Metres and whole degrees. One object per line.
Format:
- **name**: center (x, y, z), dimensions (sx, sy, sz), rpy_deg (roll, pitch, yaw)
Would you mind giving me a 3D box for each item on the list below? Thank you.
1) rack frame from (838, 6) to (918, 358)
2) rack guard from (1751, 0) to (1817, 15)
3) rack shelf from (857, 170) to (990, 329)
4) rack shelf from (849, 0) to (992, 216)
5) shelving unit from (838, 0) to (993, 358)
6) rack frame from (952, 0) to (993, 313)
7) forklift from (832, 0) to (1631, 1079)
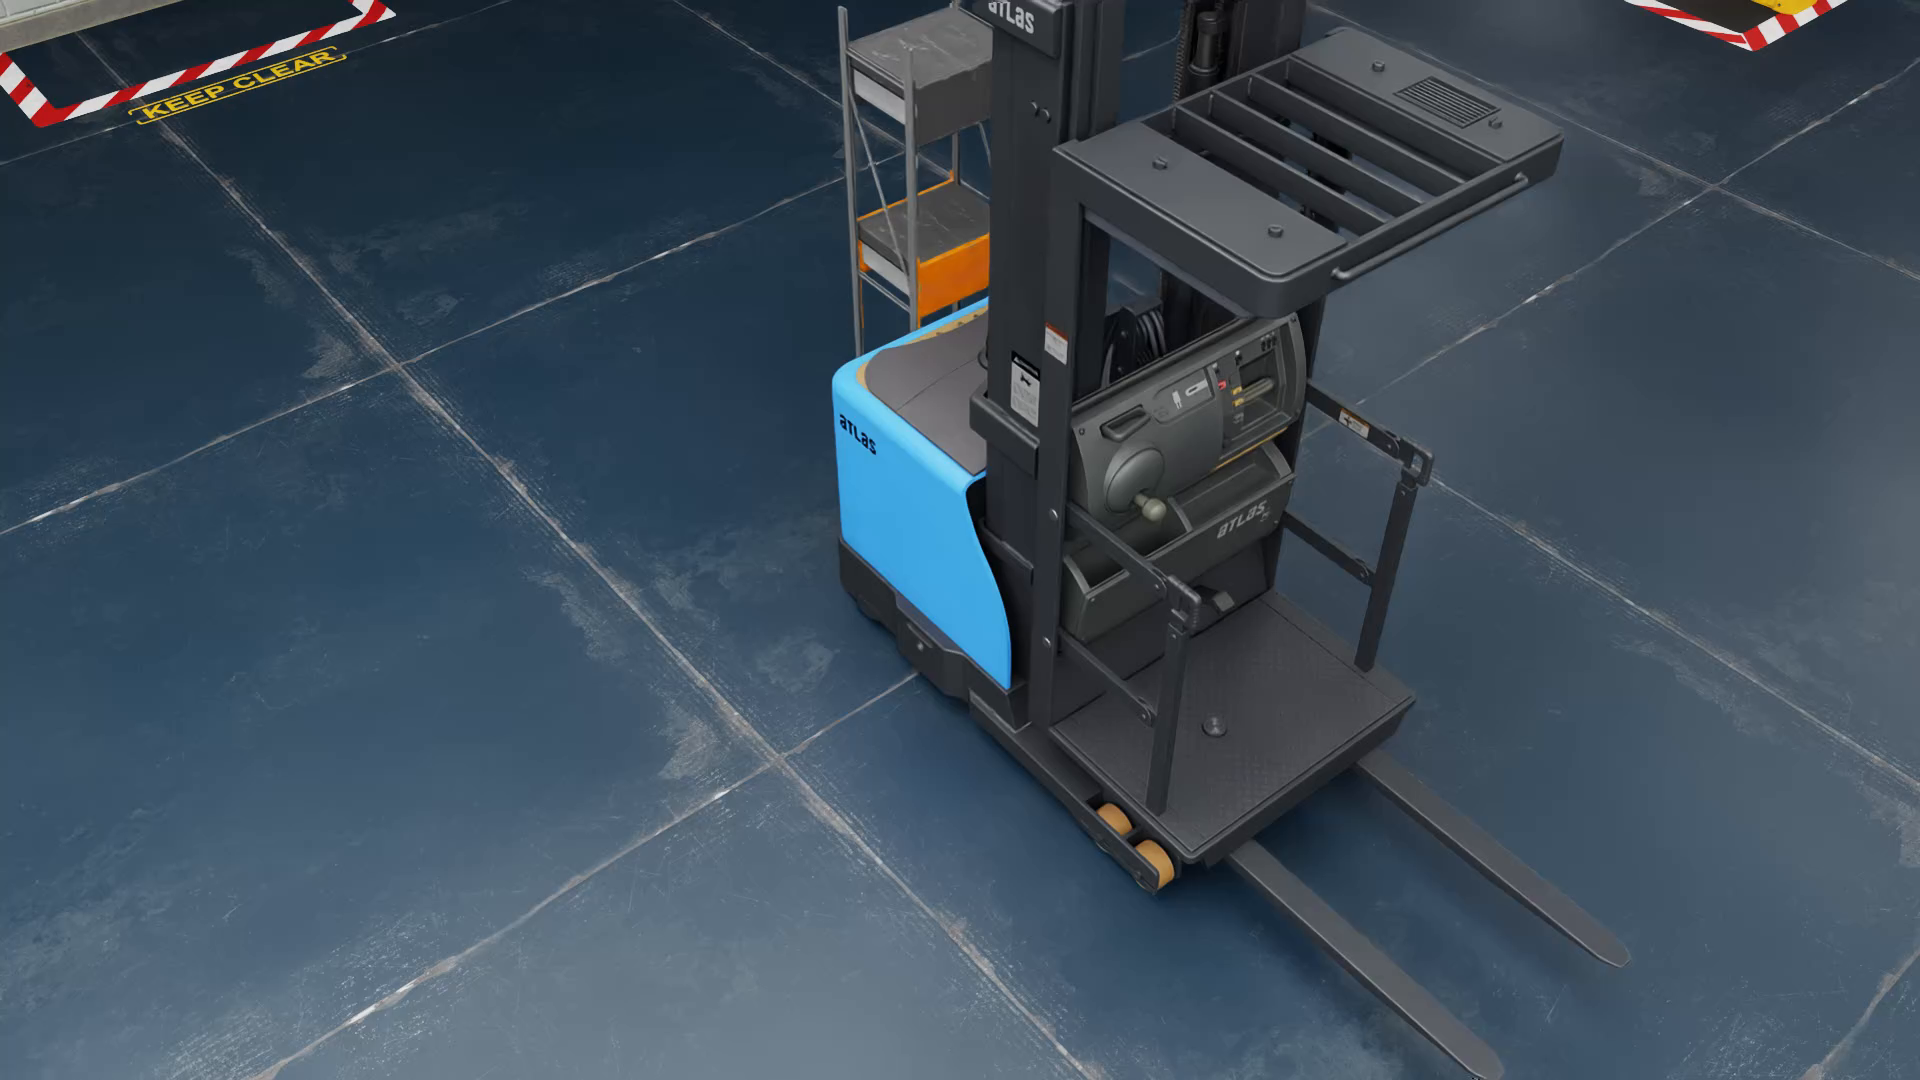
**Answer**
- **rack frame**: center (-0.282, -0.923, 6.199), dimensions (0.015, 2.100, 0.400), rpy_deg (-29, 50, -27)
- **rack guard**: center (4.832, -3.758, 10.387), dimensions (0.348, 0.500, 1.175), rpy_deg (-30, 51, -28)
- **rack shelf**: center (-0.091, -1.017, 6.319), dimensions (0.480, 0.518, 0.431), rpy_deg (-29, 50, -27)
- **rack shelf**: center (-0.091, -1.528, 5.840), dimensions (0.480, 0.518, 0.431), rpy_deg (-29, 50, -27)
- **shelving unit**: center (-0.091, -1.027, 6.310), dimensions (0.503, 2.100, 0.431), rpy_deg (-29, 50, -27)
- **rack frame**: center (0.100, -1.131, 6.421), dimensions (0.015, 2.100, 0.400), rpy_deg (-29, 50, -27)
- **forklift**: center (0.844, -0.299, 4.927), dimensions (1.130, 2.935, 3.031), rpy_deg (-29, 50, -27)
